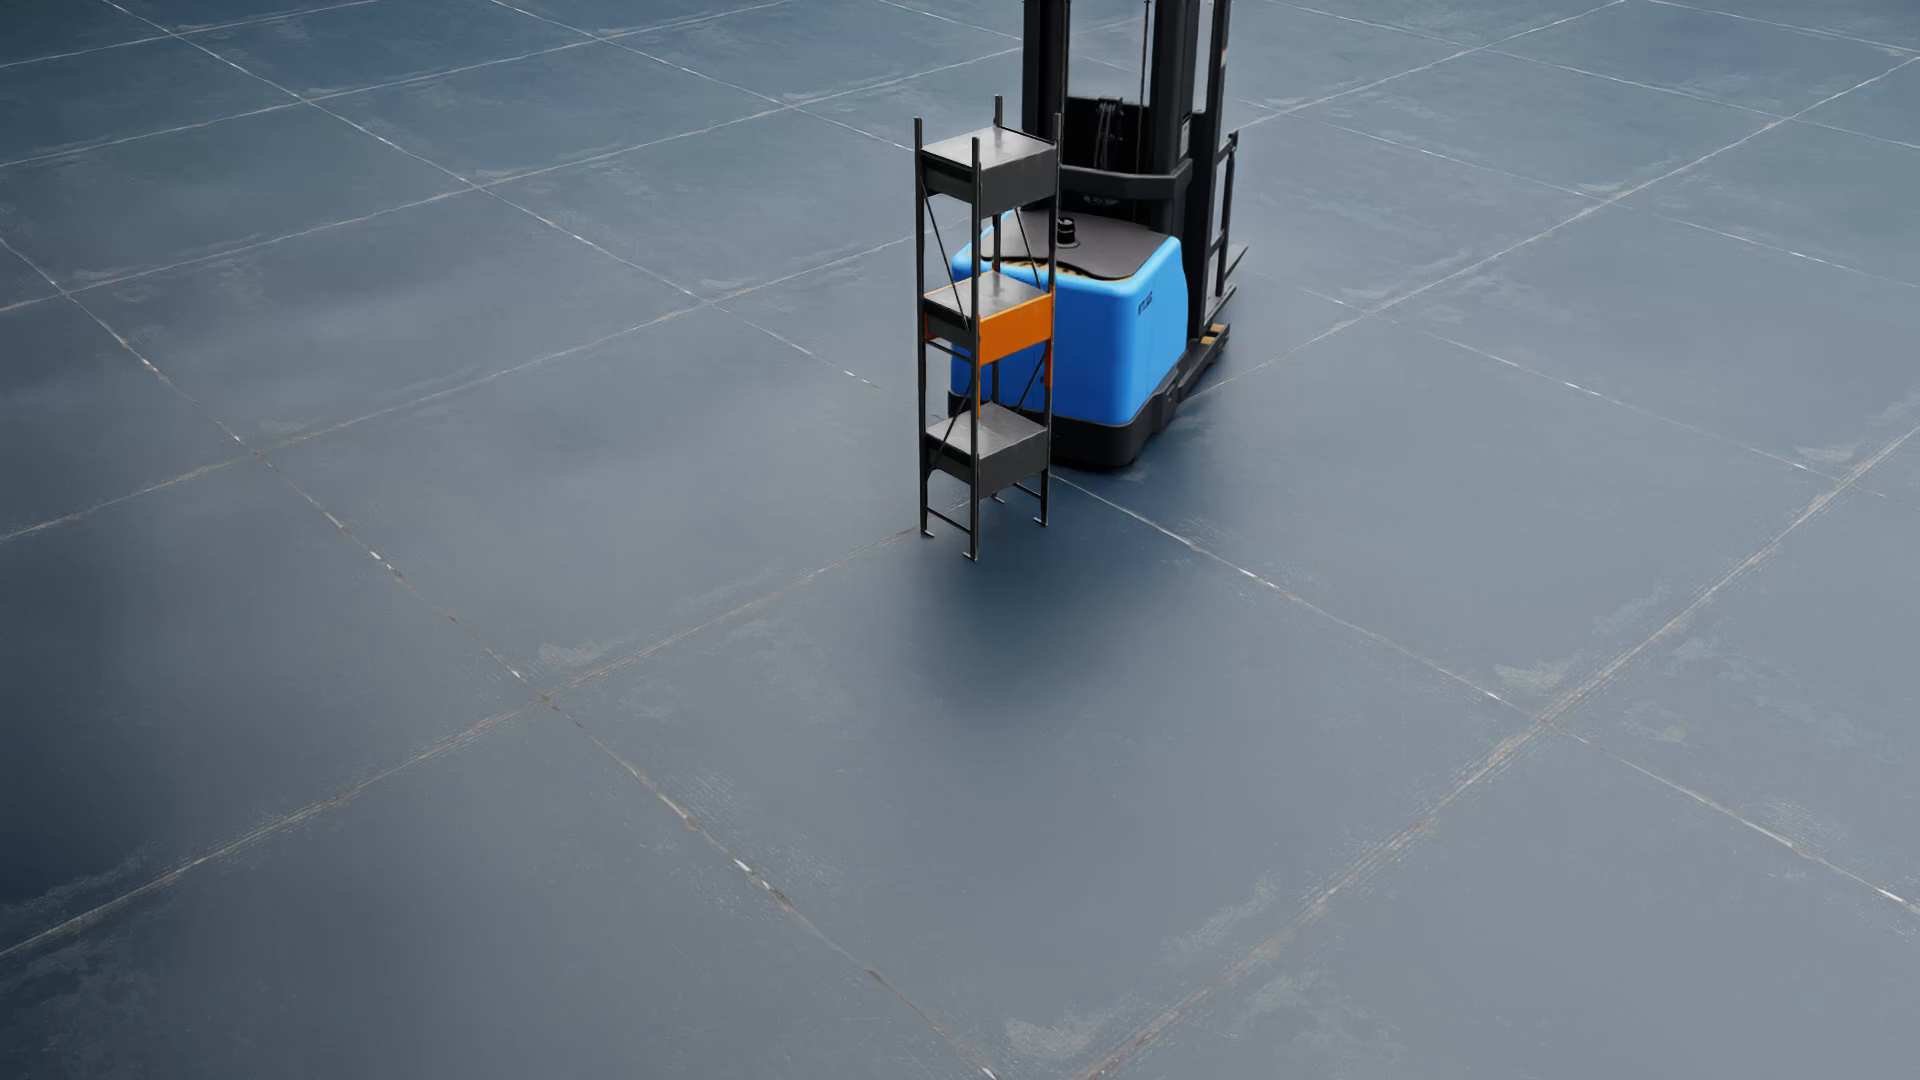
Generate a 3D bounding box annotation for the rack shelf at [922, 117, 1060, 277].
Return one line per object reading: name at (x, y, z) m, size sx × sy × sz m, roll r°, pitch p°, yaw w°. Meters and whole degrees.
rack shelf at (0.121, -1.540, 7.440) m, size 0.480 × 0.518 × 0.431 m, roll -26°, pitch 40°, yaw -35°

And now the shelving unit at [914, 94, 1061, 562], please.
shelving unit at (0.121, -0.955, 7.798) m, size 0.503 × 2.100 × 0.431 m, roll -26°, pitch 40°, yaw -35°

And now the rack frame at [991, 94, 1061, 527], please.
rack frame at (0.300, -1.041, 7.940) m, size 0.015 × 2.100 × 0.400 m, roll -26°, pitch 40°, yaw -35°

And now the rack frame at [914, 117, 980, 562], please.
rack frame at (-0.058, -0.868, 7.657) m, size 0.015 × 2.100 × 0.400 m, roll -26°, pitch 40°, yaw -35°

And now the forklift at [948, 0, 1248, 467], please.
forklift at (0.994, -2.388, 9.346) m, size 1.130 × 2.935 × 3.031 m, roll 13°, pitch 34°, yaw 20°

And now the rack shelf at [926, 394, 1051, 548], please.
rack shelf at (0.121, -0.346, 8.171) m, size 0.480 × 0.518 × 0.431 m, roll -26°, pitch 40°, yaw -35°

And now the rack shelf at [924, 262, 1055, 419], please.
rack shelf at (0.121, -0.943, 7.805) m, size 0.480 × 0.518 × 0.431 m, roll -26°, pitch 40°, yaw -35°
